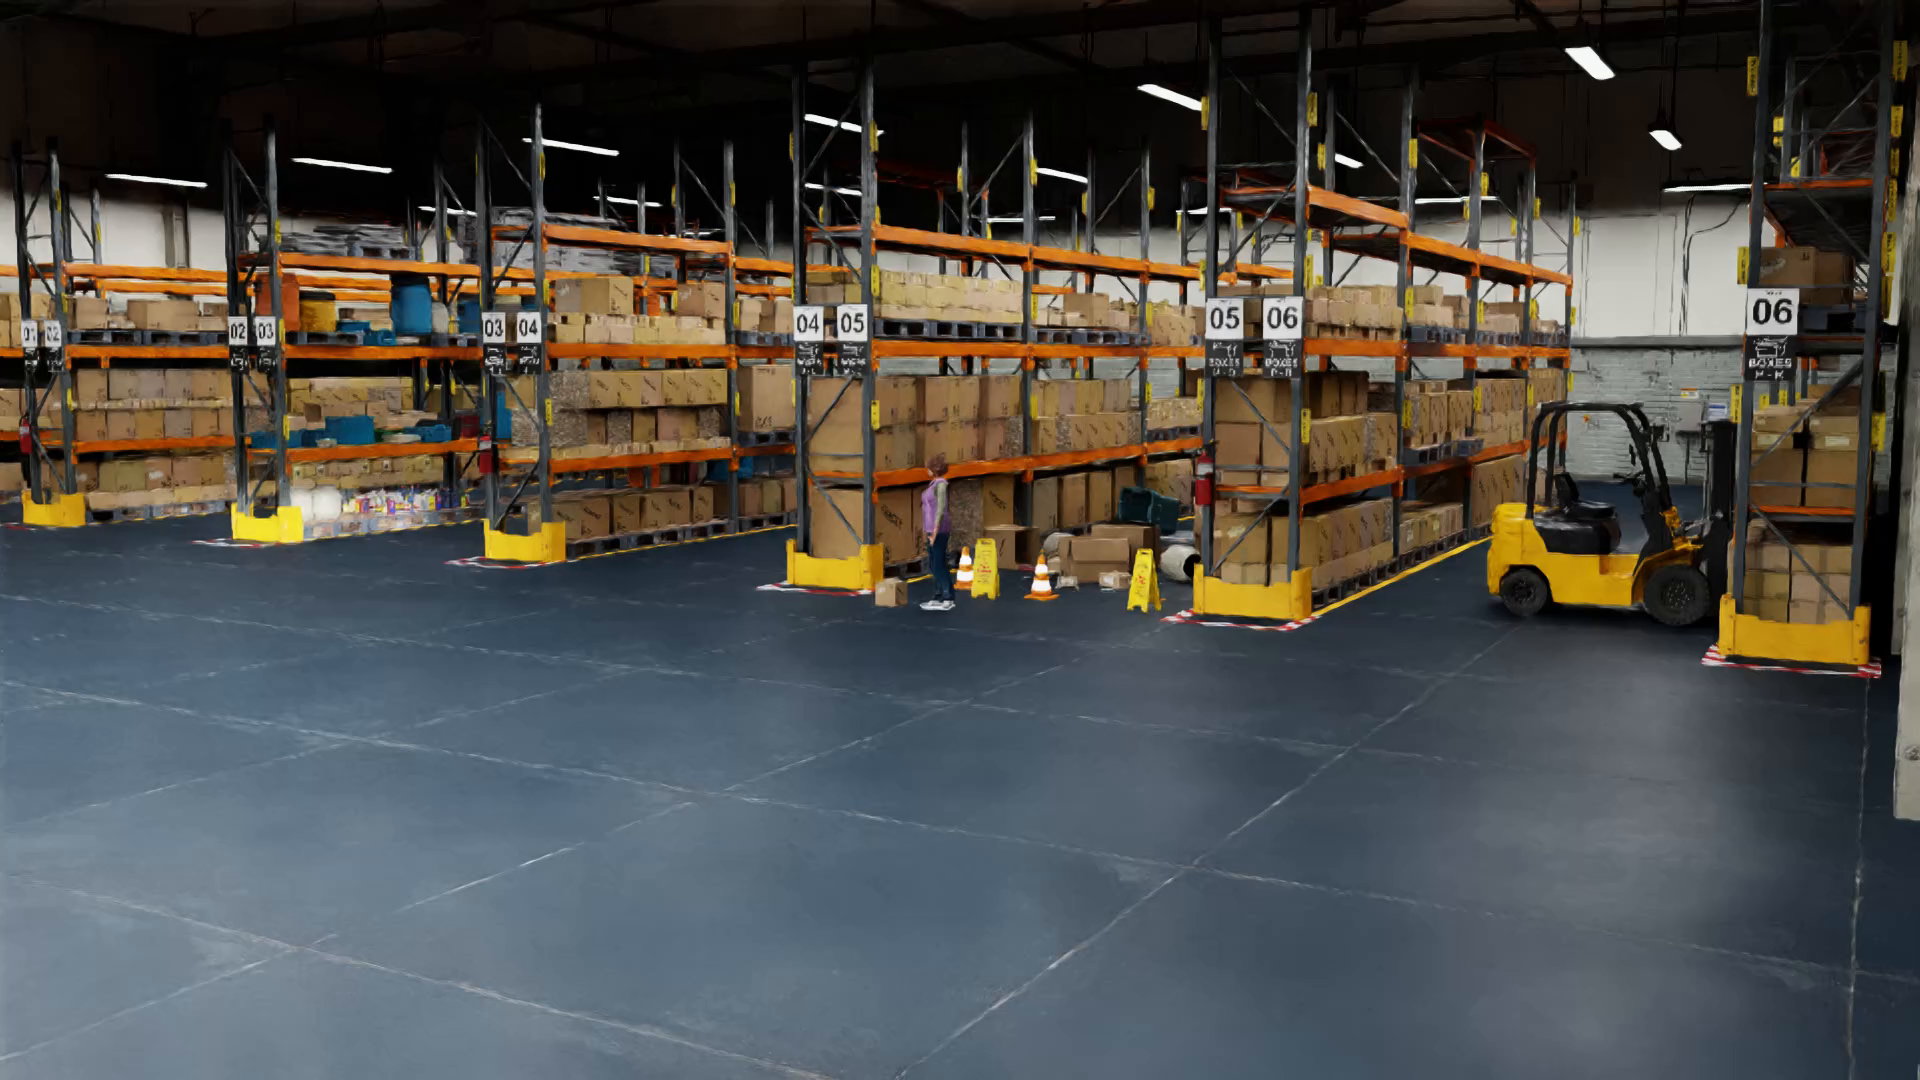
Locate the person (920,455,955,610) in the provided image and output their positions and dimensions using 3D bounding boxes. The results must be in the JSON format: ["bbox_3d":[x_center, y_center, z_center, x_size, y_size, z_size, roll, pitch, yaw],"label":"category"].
[{"bbox_3d":[-0.221,-0.076,17.127,0.354,1.601,0.442,-1,6,-13],"label":"person"}]
